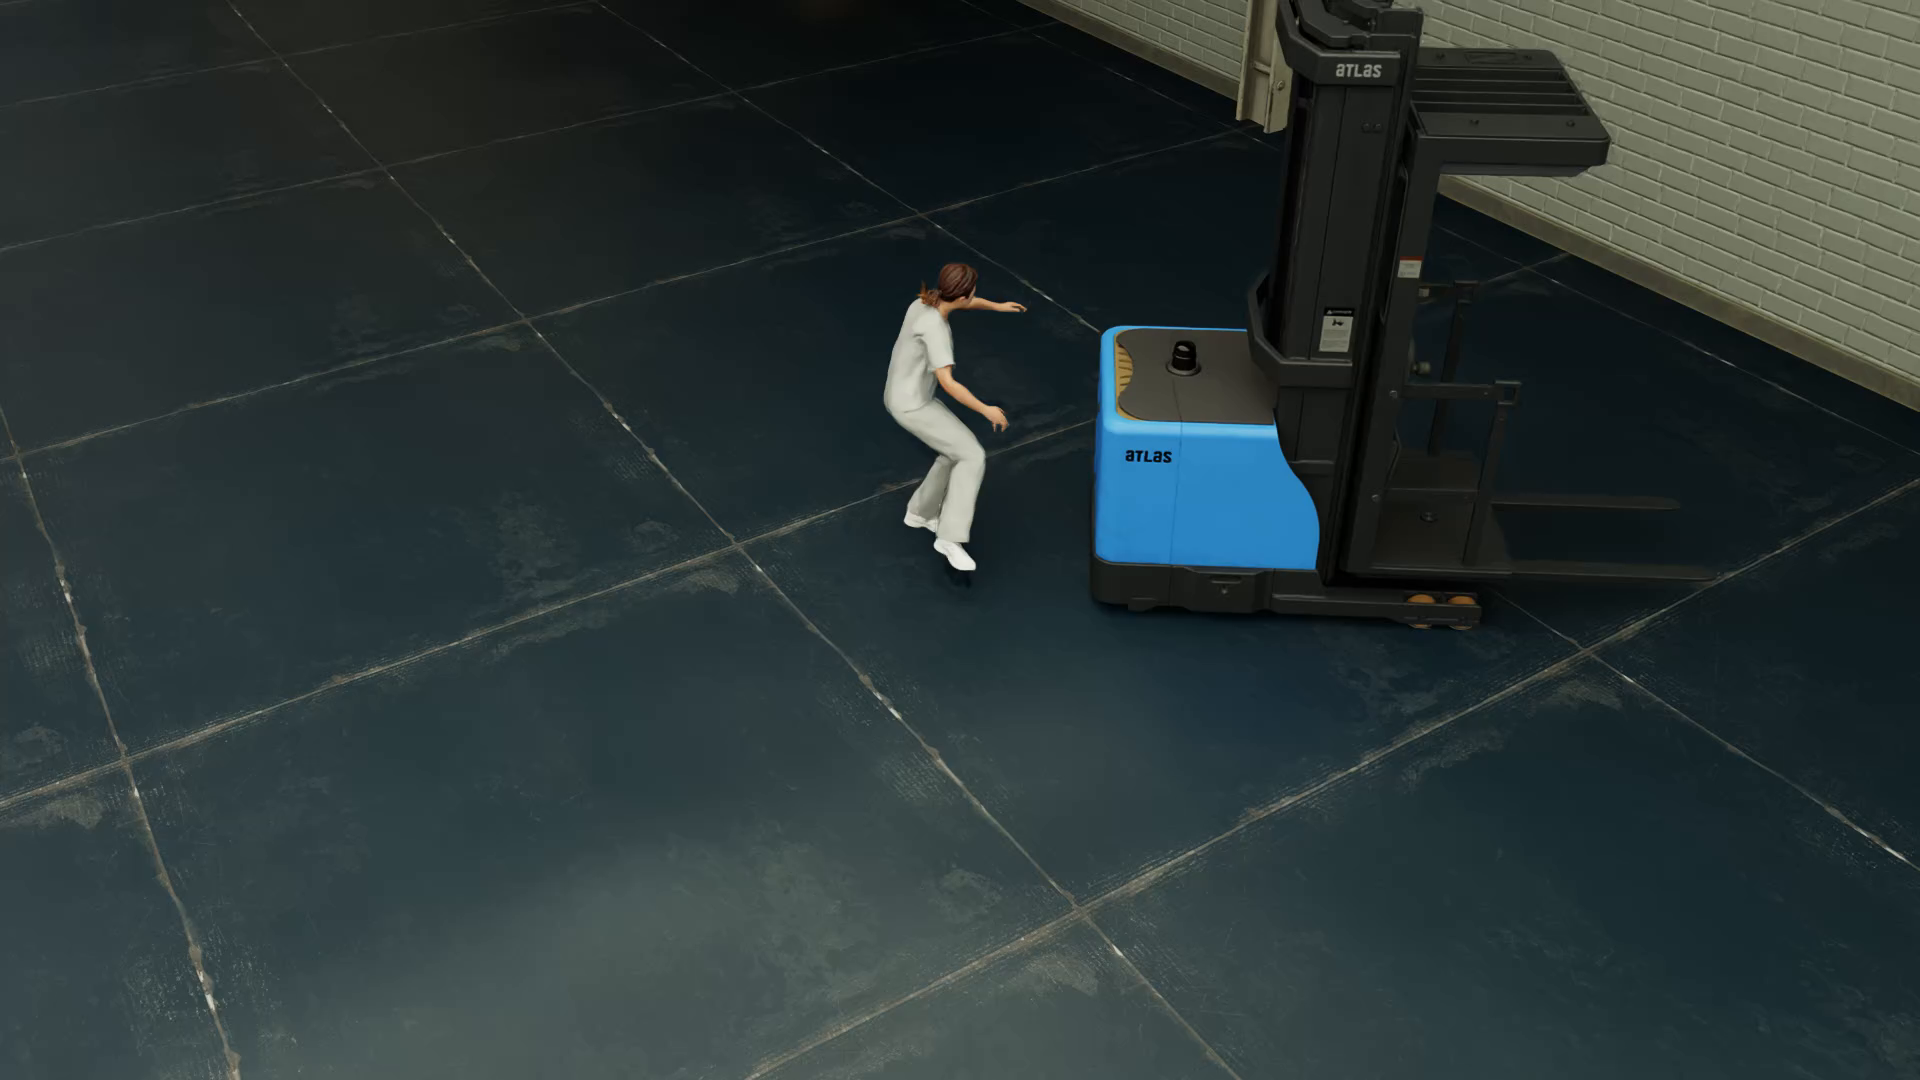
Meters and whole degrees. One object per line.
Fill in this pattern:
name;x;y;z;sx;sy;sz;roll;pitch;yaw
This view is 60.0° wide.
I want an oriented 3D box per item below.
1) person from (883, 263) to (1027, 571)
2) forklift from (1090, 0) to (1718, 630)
person;0.048;-0.664;8.422;0.824;1.434;1.187;-6;36;-9
forklift;2.182;-1.079;7.683;3.031;2.935;1.130;2;35;3
